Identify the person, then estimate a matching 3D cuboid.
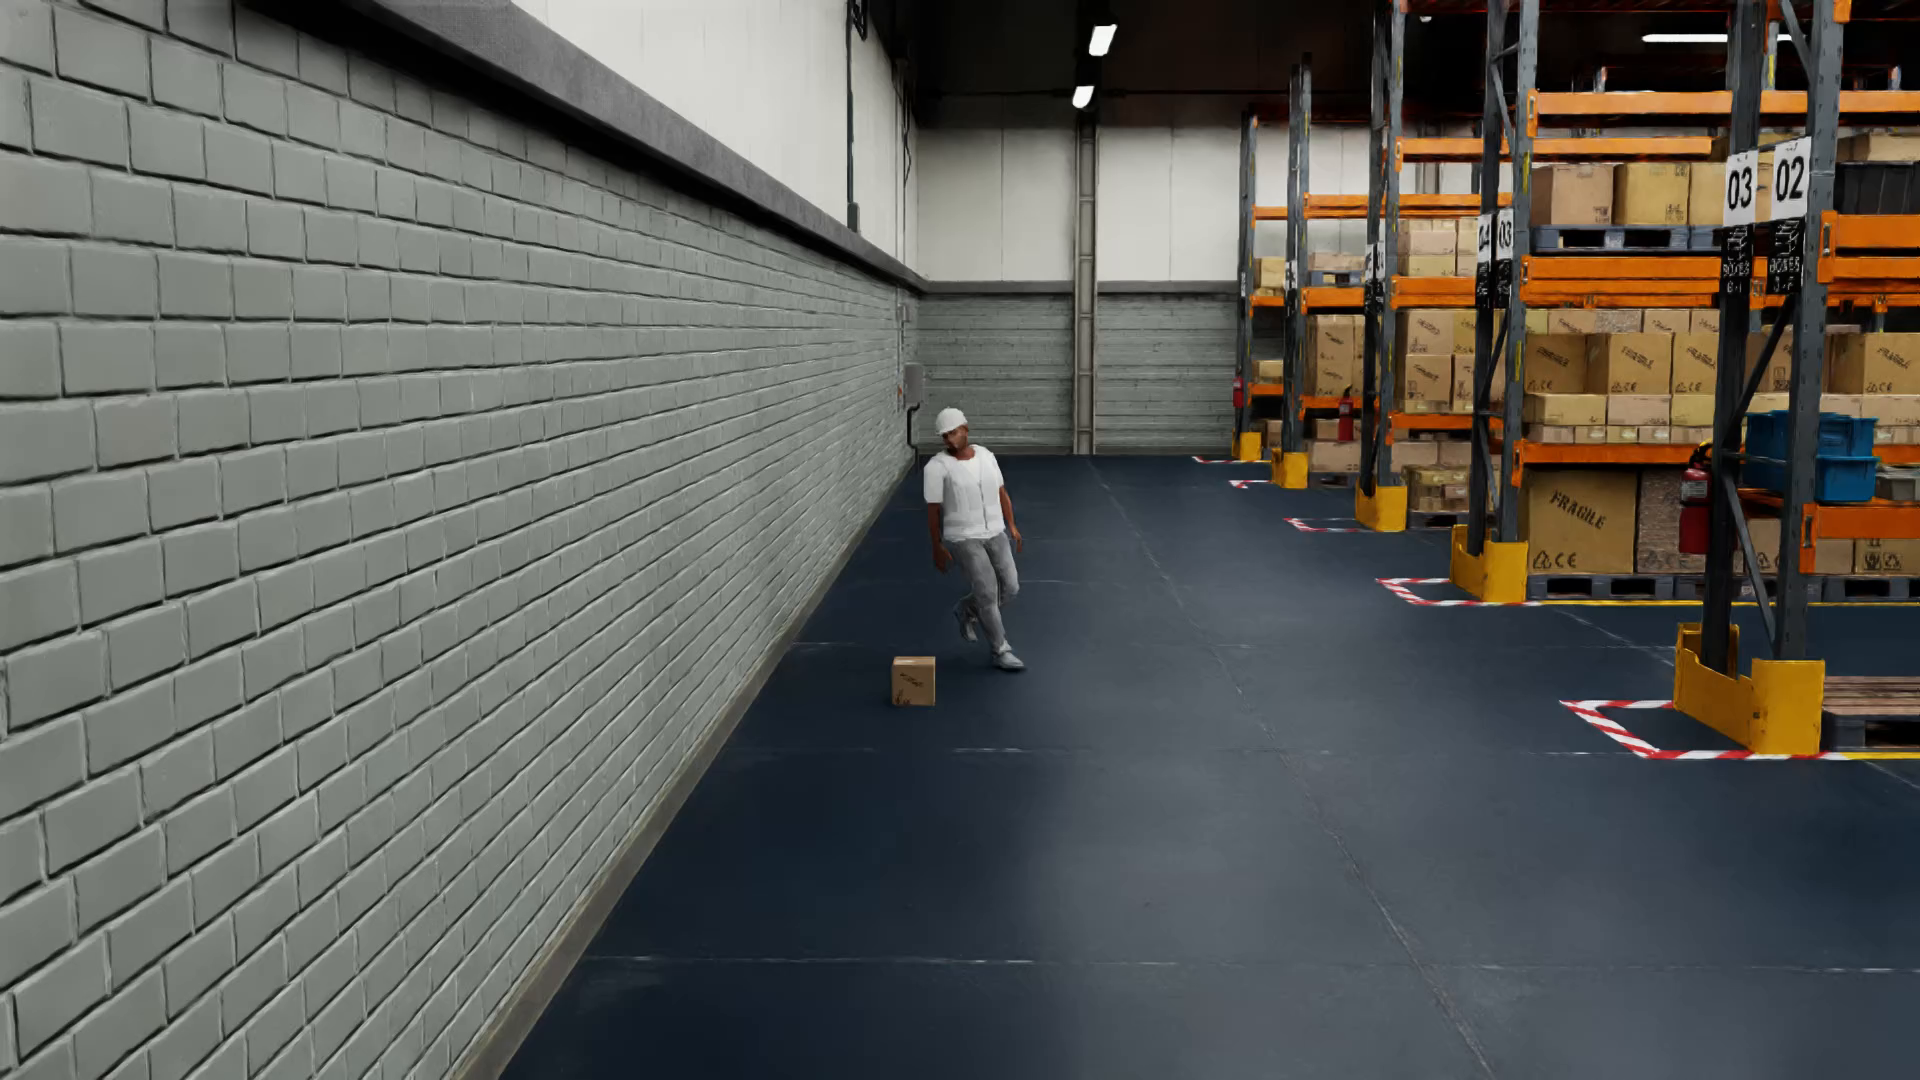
[{"bbox_3d":[0.096,-0.021,11.027,0.631,1.717,0.768,-5,9,-34],"label":"person"}]
